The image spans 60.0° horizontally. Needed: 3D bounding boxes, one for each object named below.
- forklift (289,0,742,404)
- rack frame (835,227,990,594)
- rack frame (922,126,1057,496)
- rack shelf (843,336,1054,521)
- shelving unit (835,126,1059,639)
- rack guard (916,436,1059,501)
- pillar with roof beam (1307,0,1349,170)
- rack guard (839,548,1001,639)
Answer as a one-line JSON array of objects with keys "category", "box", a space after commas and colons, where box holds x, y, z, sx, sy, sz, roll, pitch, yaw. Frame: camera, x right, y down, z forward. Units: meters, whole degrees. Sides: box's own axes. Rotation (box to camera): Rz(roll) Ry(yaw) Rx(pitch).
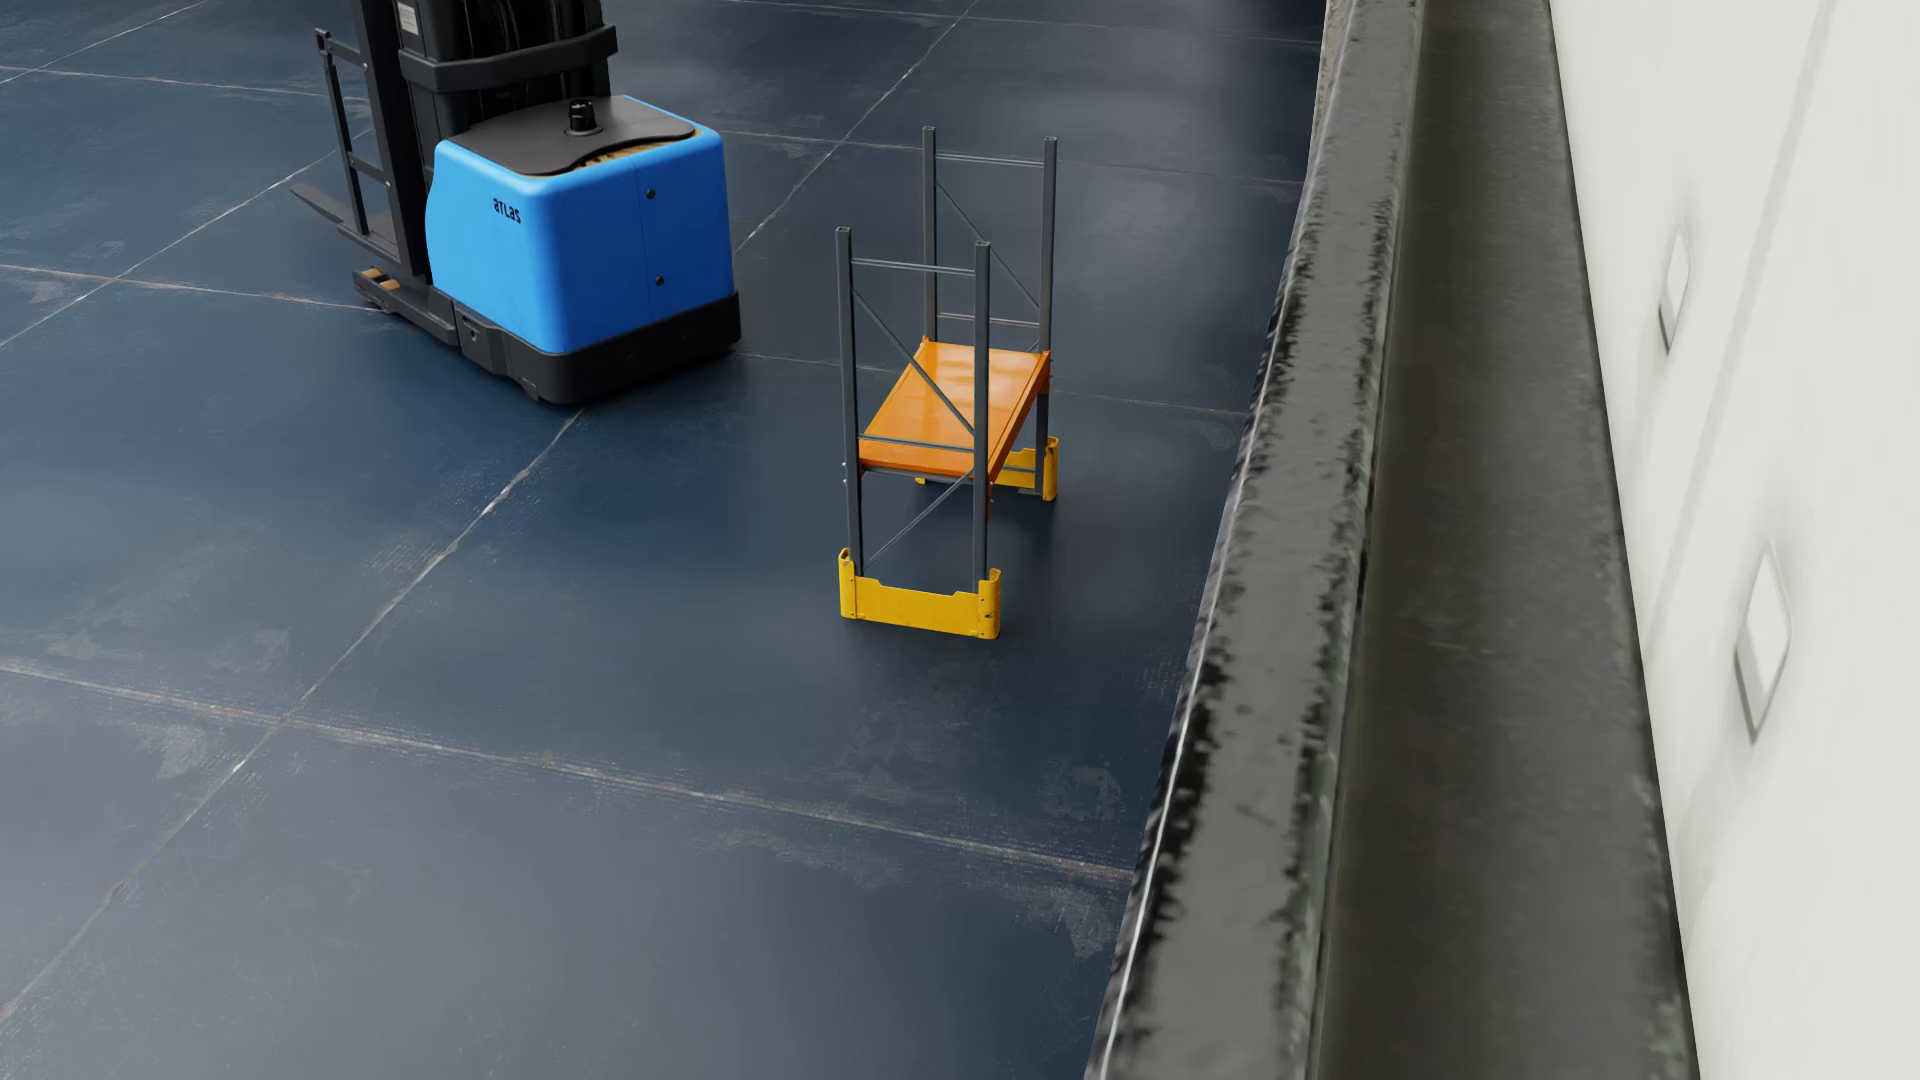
[{"category": "forklift", "box": [-2.420, -2.535, 7.786, 1.130, 2.935, 3.031, -27, 41, -36]}, {"category": "rack frame", "box": [-0.151, -0.325, 5.643, 0.500, 1.500, 0.032, 8, 33, 12]}, {"category": "rack frame", "box": [0.107, -0.852, 6.473, 0.500, 1.500, 0.032, 8, 33, 12]}, {"category": "rack shelf", "box": [-0.022, -0.437, 6.155, 0.538, 0.185, 1.000, 8, 33, 12]}, {"category": "shelving unit", "box": [-0.019, -0.593, 6.065, 0.587, 1.500, 1.083, 8, 33, 12]}, {"category": "rack guard", "box": [0.107, -0.324, 6.807, 0.587, 0.250, 0.087, 8, 33, 12]}, {"category": "pillar with roof beam", "box": [-3.228, -3.330, 3.381, 9.100, 9.000, 0.400, 8, 33, 12]}, {"category": "rack guard", "box": [-0.146, 0.192, 5.994, 0.587, 0.250, 0.087, 8, 33, 12]}]
